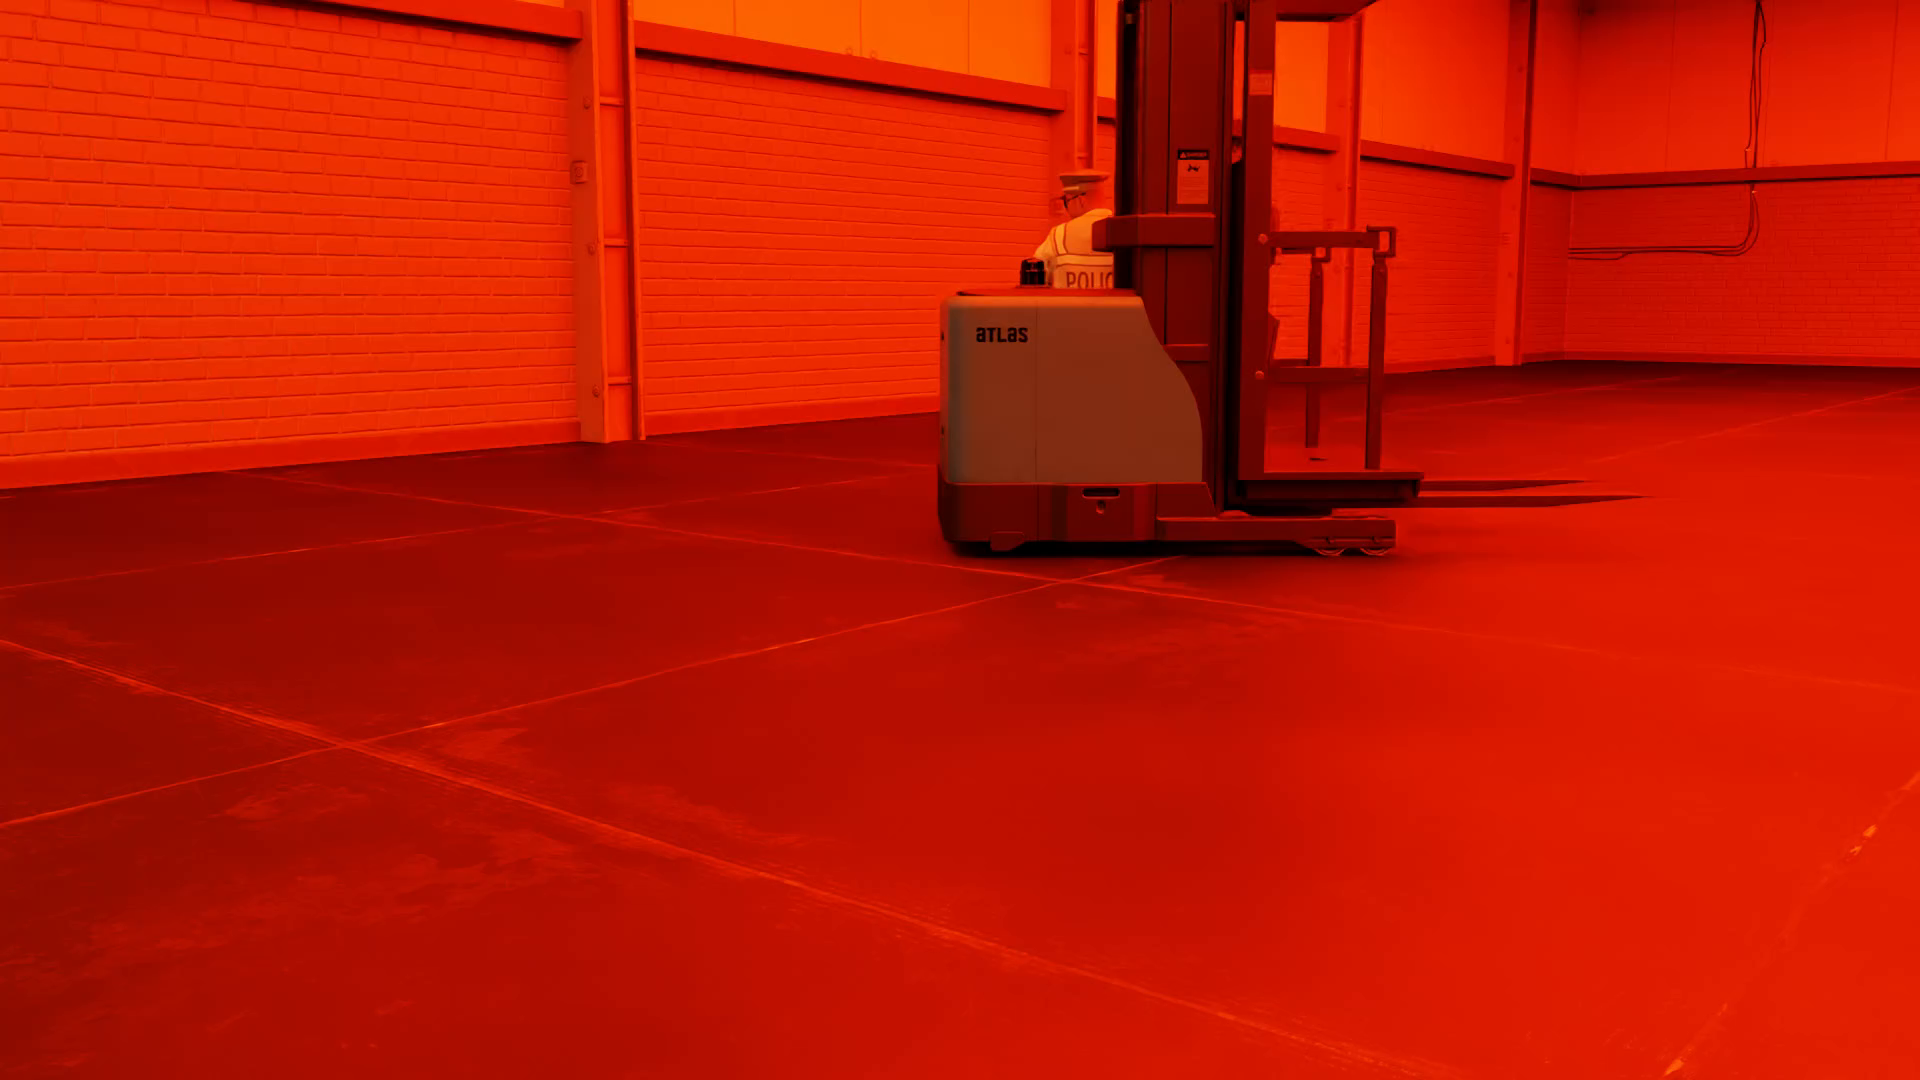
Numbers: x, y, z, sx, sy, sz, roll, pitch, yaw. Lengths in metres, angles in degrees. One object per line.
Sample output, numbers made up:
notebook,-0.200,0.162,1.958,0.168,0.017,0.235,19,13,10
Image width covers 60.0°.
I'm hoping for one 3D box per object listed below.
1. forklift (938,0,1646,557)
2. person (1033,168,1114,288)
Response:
forklift,1.430,-1.457,7.242,3.031,2.935,1.130,0,8,-3
person,0.690,-0.968,8.229,0.705,1.693,0.894,-1,8,-5
